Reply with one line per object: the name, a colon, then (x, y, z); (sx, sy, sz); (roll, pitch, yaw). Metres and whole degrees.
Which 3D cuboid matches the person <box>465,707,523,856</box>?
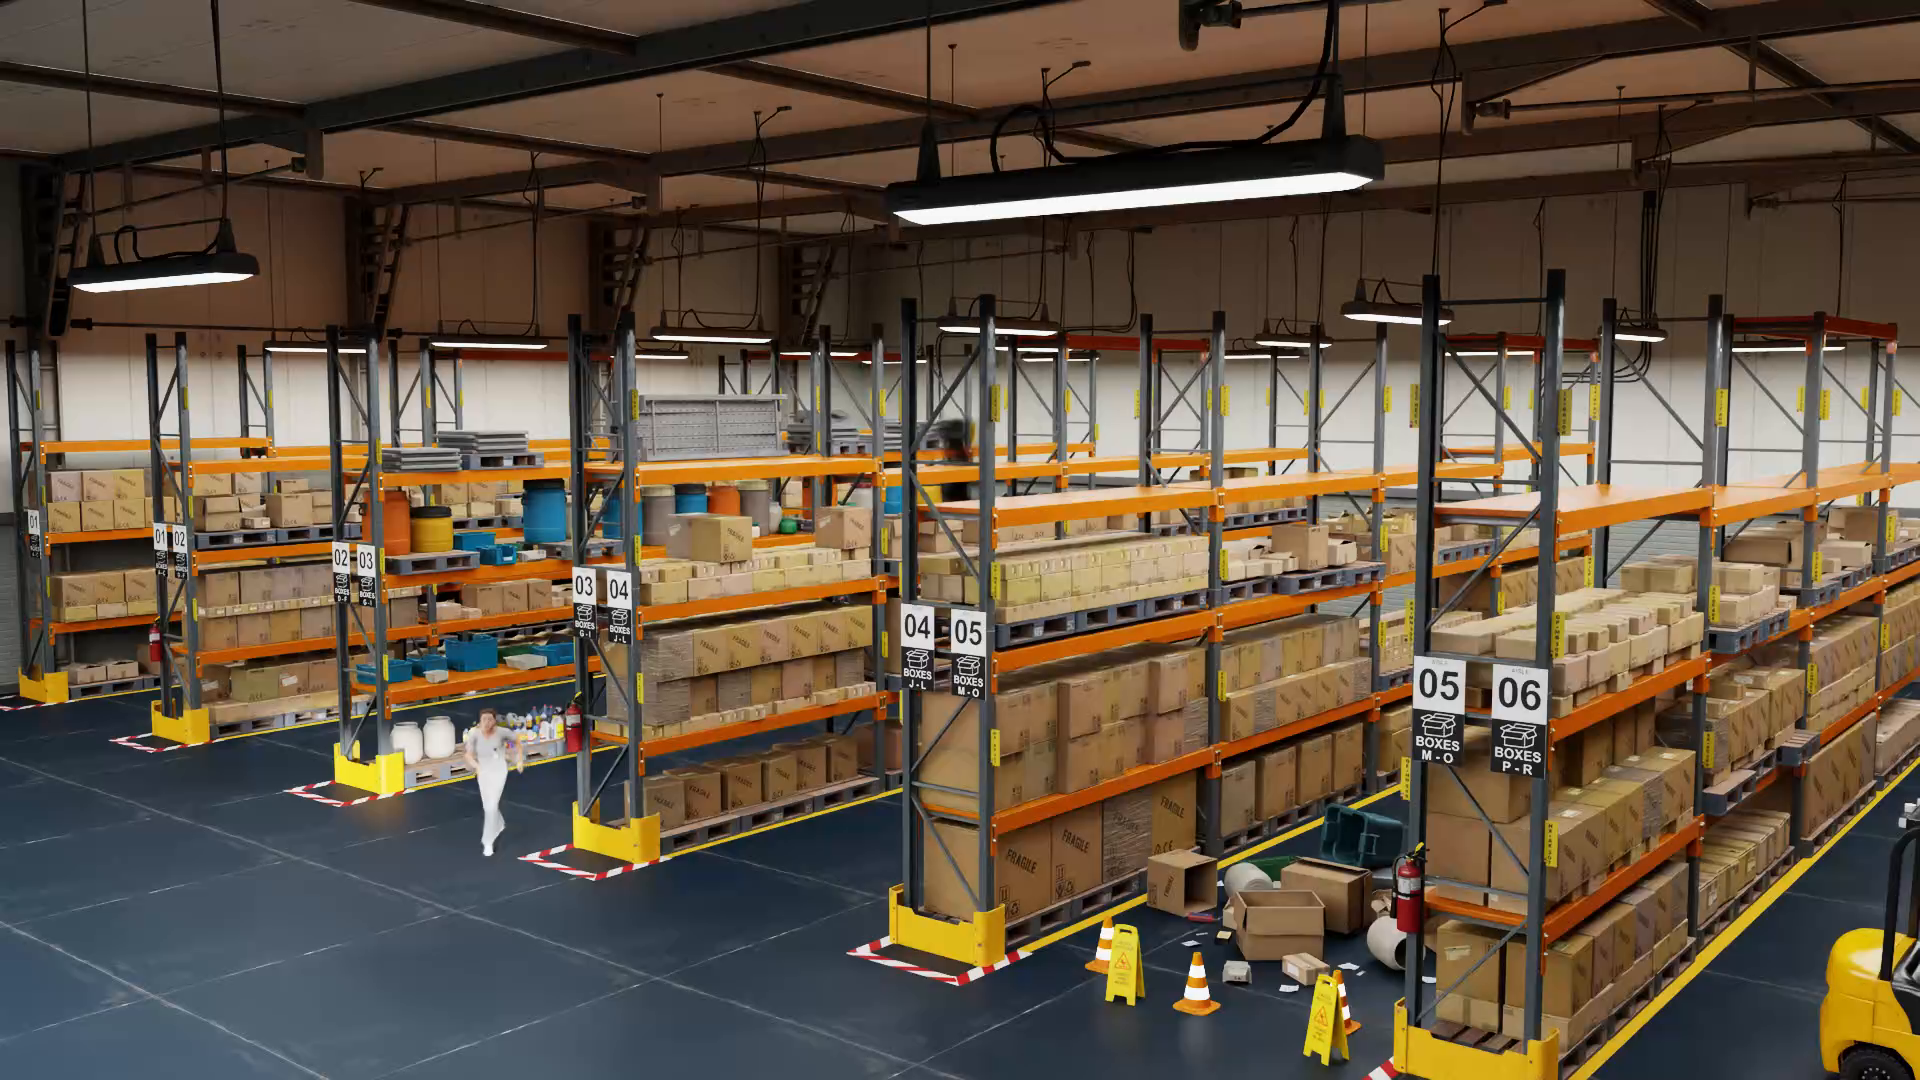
person: (-5.248, 2.678, 18.784); (0.553, 1.663, 0.852); (0, 5, 4)
